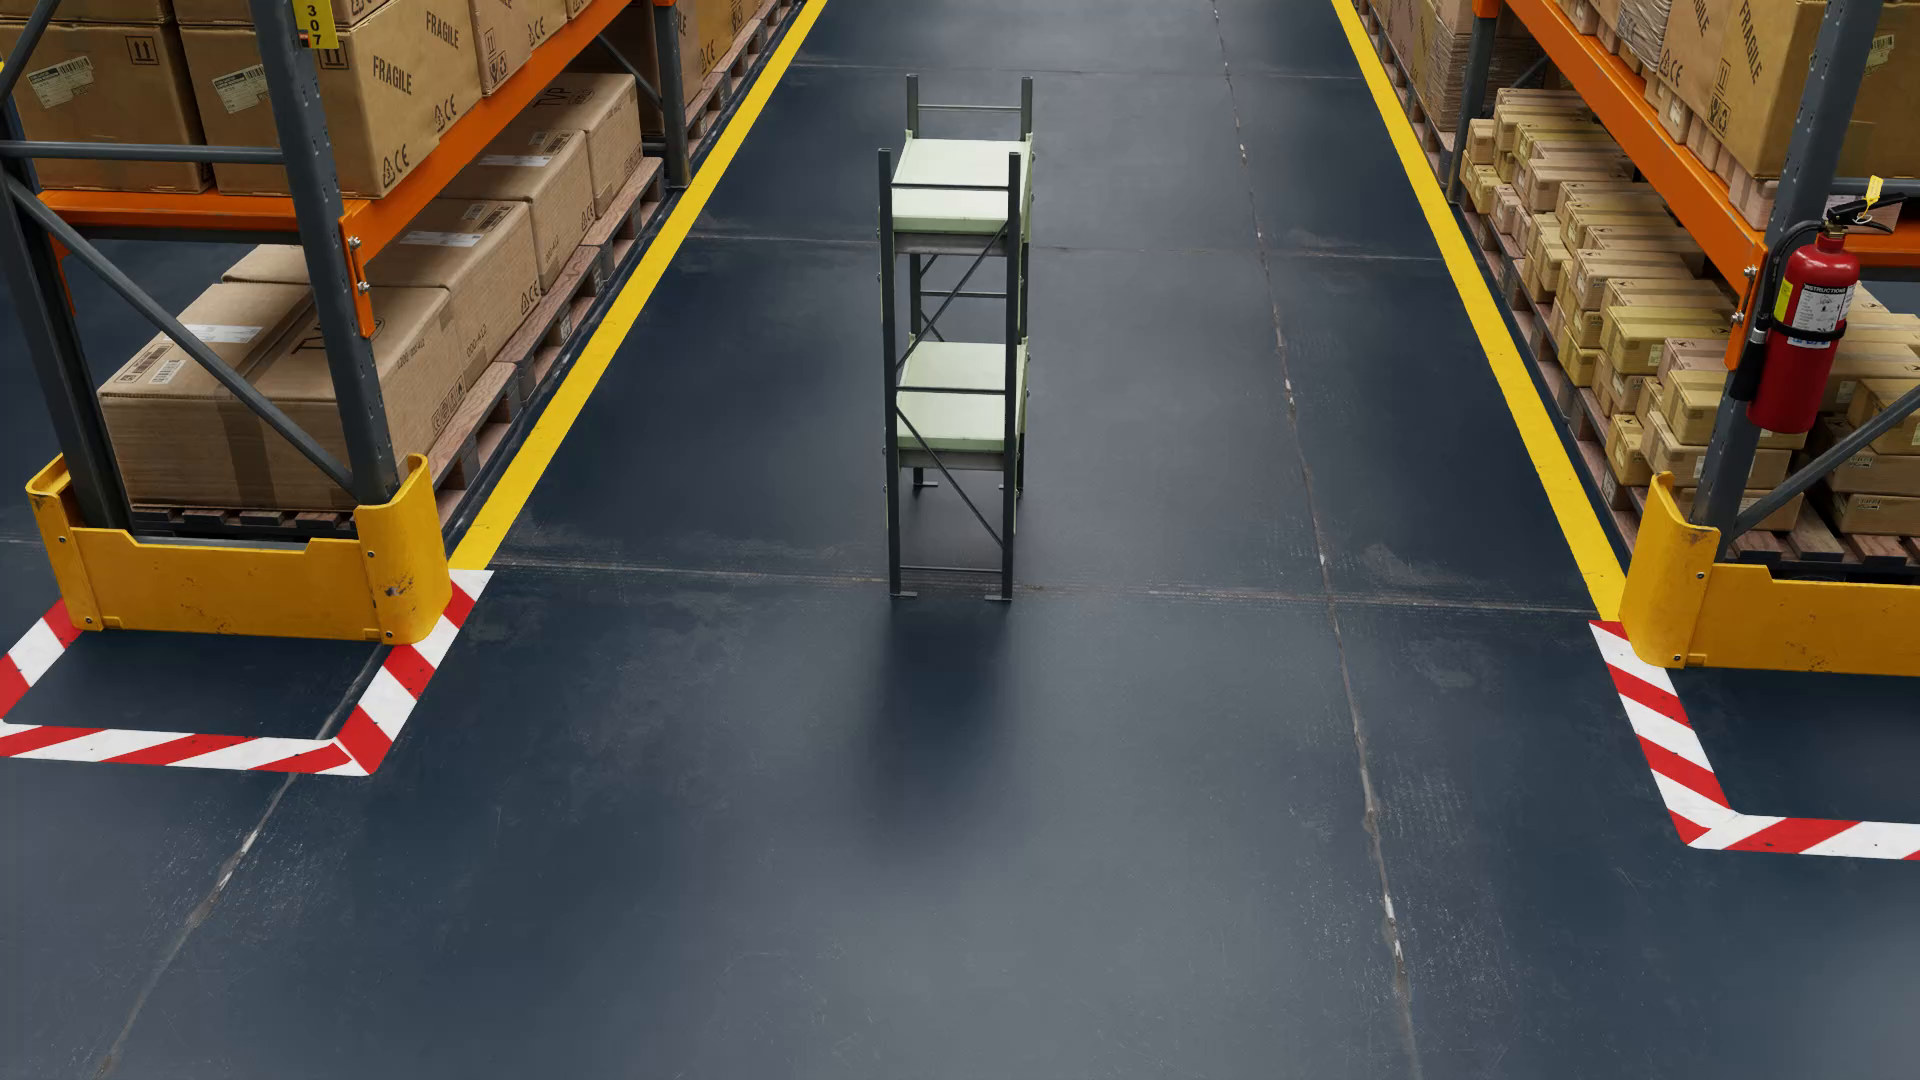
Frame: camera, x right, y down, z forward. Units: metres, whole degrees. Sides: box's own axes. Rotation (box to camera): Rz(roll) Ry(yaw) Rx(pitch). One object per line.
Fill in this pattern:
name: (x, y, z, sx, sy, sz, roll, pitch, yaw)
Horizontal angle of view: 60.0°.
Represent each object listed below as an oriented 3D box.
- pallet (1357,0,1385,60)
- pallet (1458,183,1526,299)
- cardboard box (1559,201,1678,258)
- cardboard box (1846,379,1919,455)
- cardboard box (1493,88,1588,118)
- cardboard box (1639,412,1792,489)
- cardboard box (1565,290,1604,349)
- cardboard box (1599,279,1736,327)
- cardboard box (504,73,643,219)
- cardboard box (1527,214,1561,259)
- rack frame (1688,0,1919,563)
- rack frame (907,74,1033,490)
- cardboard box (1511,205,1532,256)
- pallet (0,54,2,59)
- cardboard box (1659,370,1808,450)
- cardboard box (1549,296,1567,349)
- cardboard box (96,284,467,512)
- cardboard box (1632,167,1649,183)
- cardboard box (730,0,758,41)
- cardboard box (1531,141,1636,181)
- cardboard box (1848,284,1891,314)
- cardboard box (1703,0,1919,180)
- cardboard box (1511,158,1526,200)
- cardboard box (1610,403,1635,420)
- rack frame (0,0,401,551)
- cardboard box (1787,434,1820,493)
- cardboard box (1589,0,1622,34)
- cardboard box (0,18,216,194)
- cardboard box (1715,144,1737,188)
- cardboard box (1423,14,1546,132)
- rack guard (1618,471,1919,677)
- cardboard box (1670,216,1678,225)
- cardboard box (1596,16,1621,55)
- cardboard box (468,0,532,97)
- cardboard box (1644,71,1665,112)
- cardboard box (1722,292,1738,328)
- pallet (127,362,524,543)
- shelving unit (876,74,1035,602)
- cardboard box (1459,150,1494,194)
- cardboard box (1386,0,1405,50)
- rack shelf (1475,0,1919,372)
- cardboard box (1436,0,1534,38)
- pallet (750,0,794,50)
pallet: (3.275, -3.500, 11.228, 1.003, 0.211, 1.213, 2, 32, 4)
pallet: (2.995, -1.464, 7.924, 1.003, 0.211, 1.213, 2, 32, 4)
cardboard box: (2.627, -1.235, 6.645, 0.380, 0.149, 0.250, 3, 32, 4)
cardboard box: (3.070, -0.390, 5.274, 0.380, 0.149, 0.250, 1, 32, 2)
cardboard box: (2.780, -2.051, 7.969, 0.380, 0.149, 0.250, 4, 32, 6)
cardboard box: (2.447, -0.292, 5.399, 0.380, 0.149, 0.250, 2, 32, 3)
cardboard box: (2.517, -0.835, 6.280, 0.380, 0.149, 0.250, 3, 32, 5)
cardboard box: (2.535, -0.821, 5.973, 0.380, 0.149, 0.250, 1, 32, 2)
cardboard box: (-2.086, -1.927, 8.059, 0.875, 0.438, 0.875, 2, 32, 3)
cardboard box: (2.596, -1.242, 6.939, 0.380, 0.149, 0.250, 2, 32, 4)
rack frame: (2.688, -0.912, 4.371, 1.000, 3.000, 0.127, 2, 32, 4)
rack frame: (0.030, -0.833, 5.673, 0.400, 1.500, 0.023, 2, 32, 4)
cardboard box: (2.703, -1.386, 7.457, 0.380, 0.149, 0.250, 2, 32, 3)
pallet: (-6.750, -3.252, 10.826, 1.003, 0.211, 1.213, 2, 32, 4)
cardboard box: (2.479, -0.418, 5.320, 0.380, 0.149, 0.250, 3, 32, 5)
cardboard box: (2.558, -0.843, 6.575, 0.380, 0.149, 0.250, 3, 32, 5)
cardboard box: (-2.299, -0.508, 5.758, 0.875, 0.438, 0.875, 1, 32, 2)
cardboard box: (3.151, -1.627, 7.281, 0.380, 0.149, 0.250, 3, 32, 6)
cardboard box: (-1.818, -3.704, 10.527, 0.875, 0.875, 0.875, 3, 32, 5)
cardboard box: (2.728, -1.638, 7.299, 0.380, 0.149, 0.250, 2, 32, 3)
cardboard box: (3.058, -0.799, 5.937, 0.380, 0.149, 0.250, 1, 32, 2)
cardboard box: (2.468, -1.327, 4.666, 0.500, 0.500, 0.500, 3, 32, 5)
cardboard box: (2.750, -1.655, 7.609, 0.380, 0.149, 0.250, 2, 32, 4)
cardboard box: (2.551, -0.435, 5.913, 0.380, 0.149, 0.250, 2, 32, 4)
rack frame: (-2.253, -1.071, 4.629, 1.000, 3.000, 0.127, 2, 32, 4)
cardboard box: (2.990, -0.278, 5.659, 0.380, 0.149, 0.250, 2, 32, 4)
cardboard box: (2.598, -2.122, 5.956, 0.500, 0.500, 0.500, 4, 32, 6)
cardboard box: (-2.478, -1.377, 5.030, 0.500, 0.500, 0.500, 3, 32, 4)
cardboard box: (2.491, -1.116, 4.942, 0.380, 0.149, 0.250, 2, 32, 4)
cardboard box: (2.823, -2.516, 8.956, 0.500, 0.500, 0.500, 2, 32, 3)
rack guard: (2.695, 0.112, 5.091, 1.175, 0.500, 0.348, 2, 32, 4)
cardboard box: (3.130, -1.234, 6.927, 0.380, 0.149, 0.250, 1, 32, 2)
cardboard box: (2.630, -1.930, 6.262, 0.380, 0.149, 0.250, 4, 32, 6)
cardboard box: (-1.855, -1.883, 5.851, 0.500, 0.500, 0.500, 2, 32, 4)
cardboard box: (2.545, -1.519, 5.595, 0.380, 0.149, 0.250, 1, 32, 2)
cardboard box: (3.053, -0.812, 6.242, 0.380, 0.149, 0.250, 1, 32, 2)
pallet: (-2.266, -0.305, 6.044, 1.003, 0.211, 1.213, 2, 32, 4)
shelving unit: (0.001, -0.642, 5.362, 0.431, 1.500, 0.755, 2, 32, 4)
cardboard box: (2.664, -1.792, 8.116, 0.380, 0.149, 0.250, 1, 32, 2)
cardboard box: (2.953, -3.319, 10.260, 0.500, 0.500, 0.500, 2, 32, 3)
rack shelf: (2.851, -1.652, 6.257, 1.077, 0.370, 4.000, 2, 32, 4)
cardboard box: (2.823, -2.838, 8.764, 0.500, 0.250, 0.500, 2, 32, 3)
pallet: (-1.741, -3.658, 11.484, 1.003, 0.211, 1.213, 2, 32, 4)
